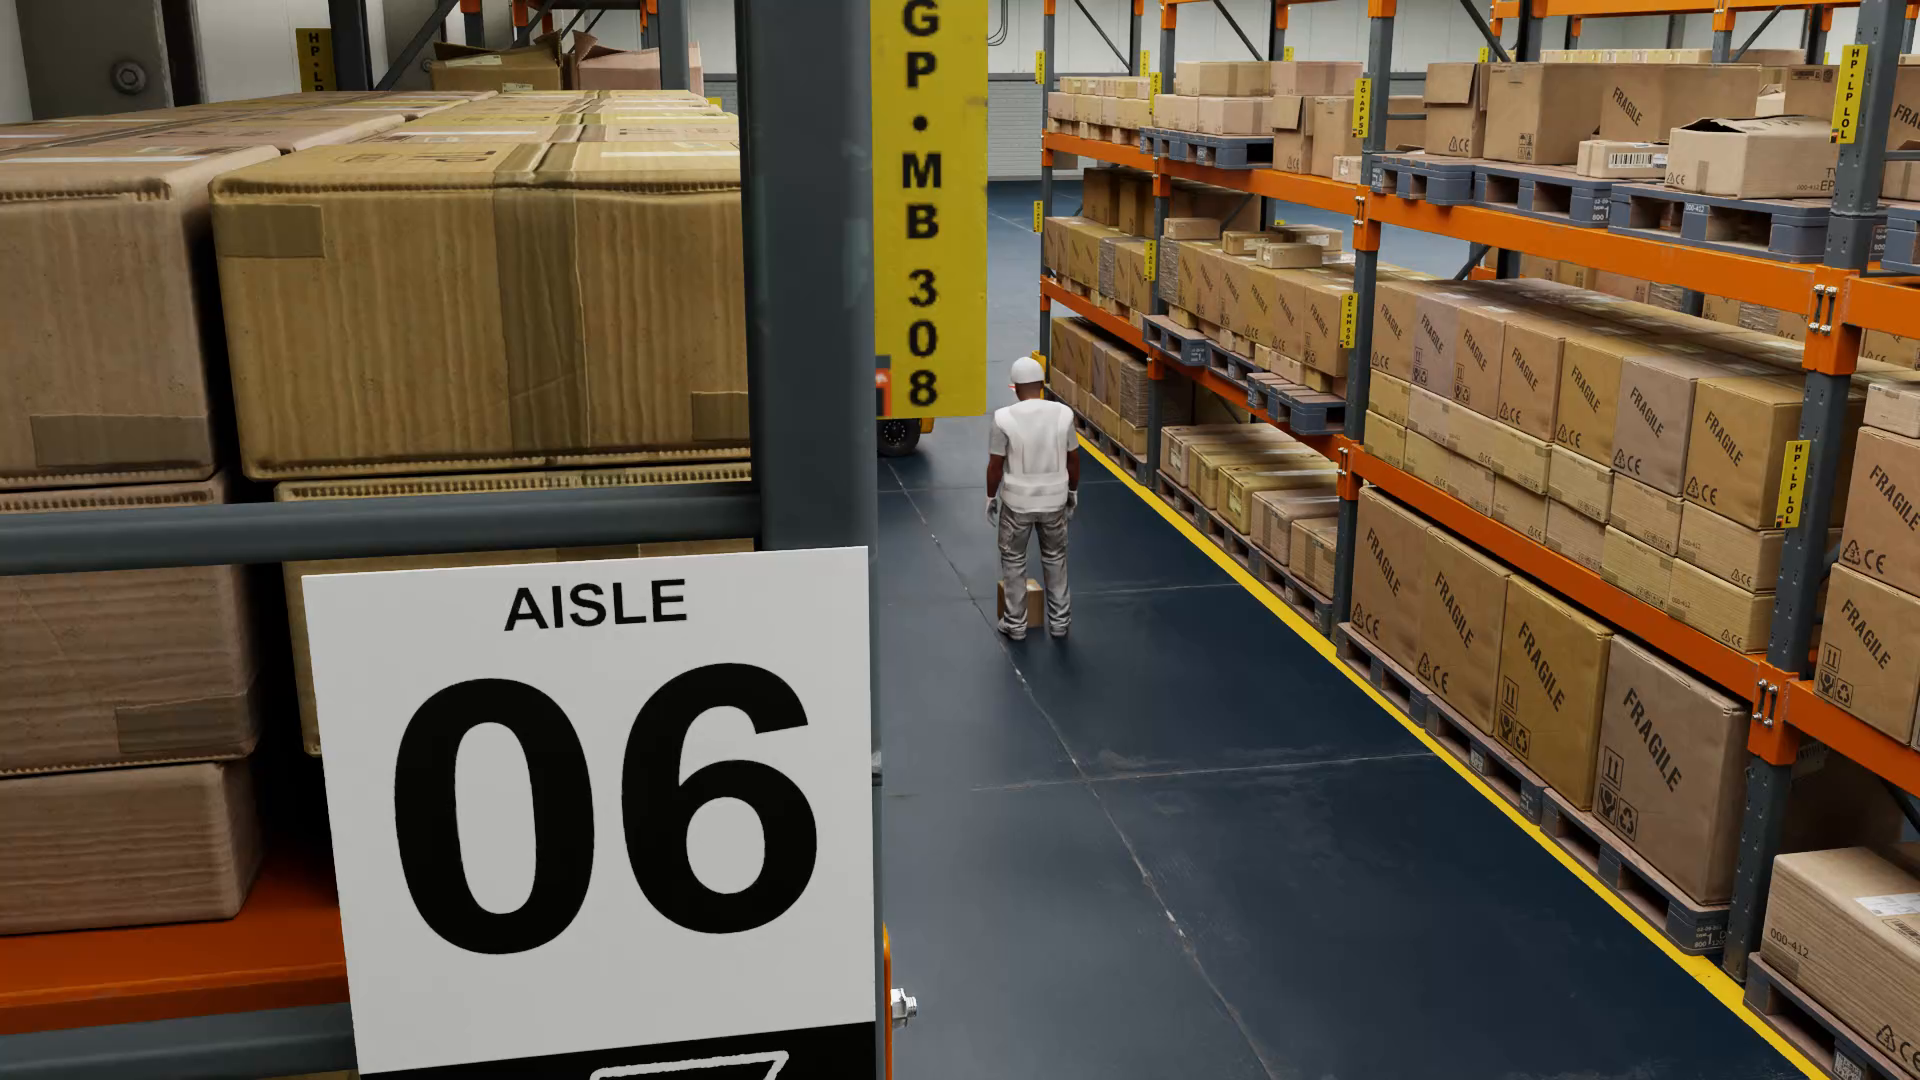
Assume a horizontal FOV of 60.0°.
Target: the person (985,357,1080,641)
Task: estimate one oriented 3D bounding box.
[{"bbox_3d":[0.449,-0.252,10.385,0.608,1.773,0.449,-4,17,-13],"label":"person"}]
